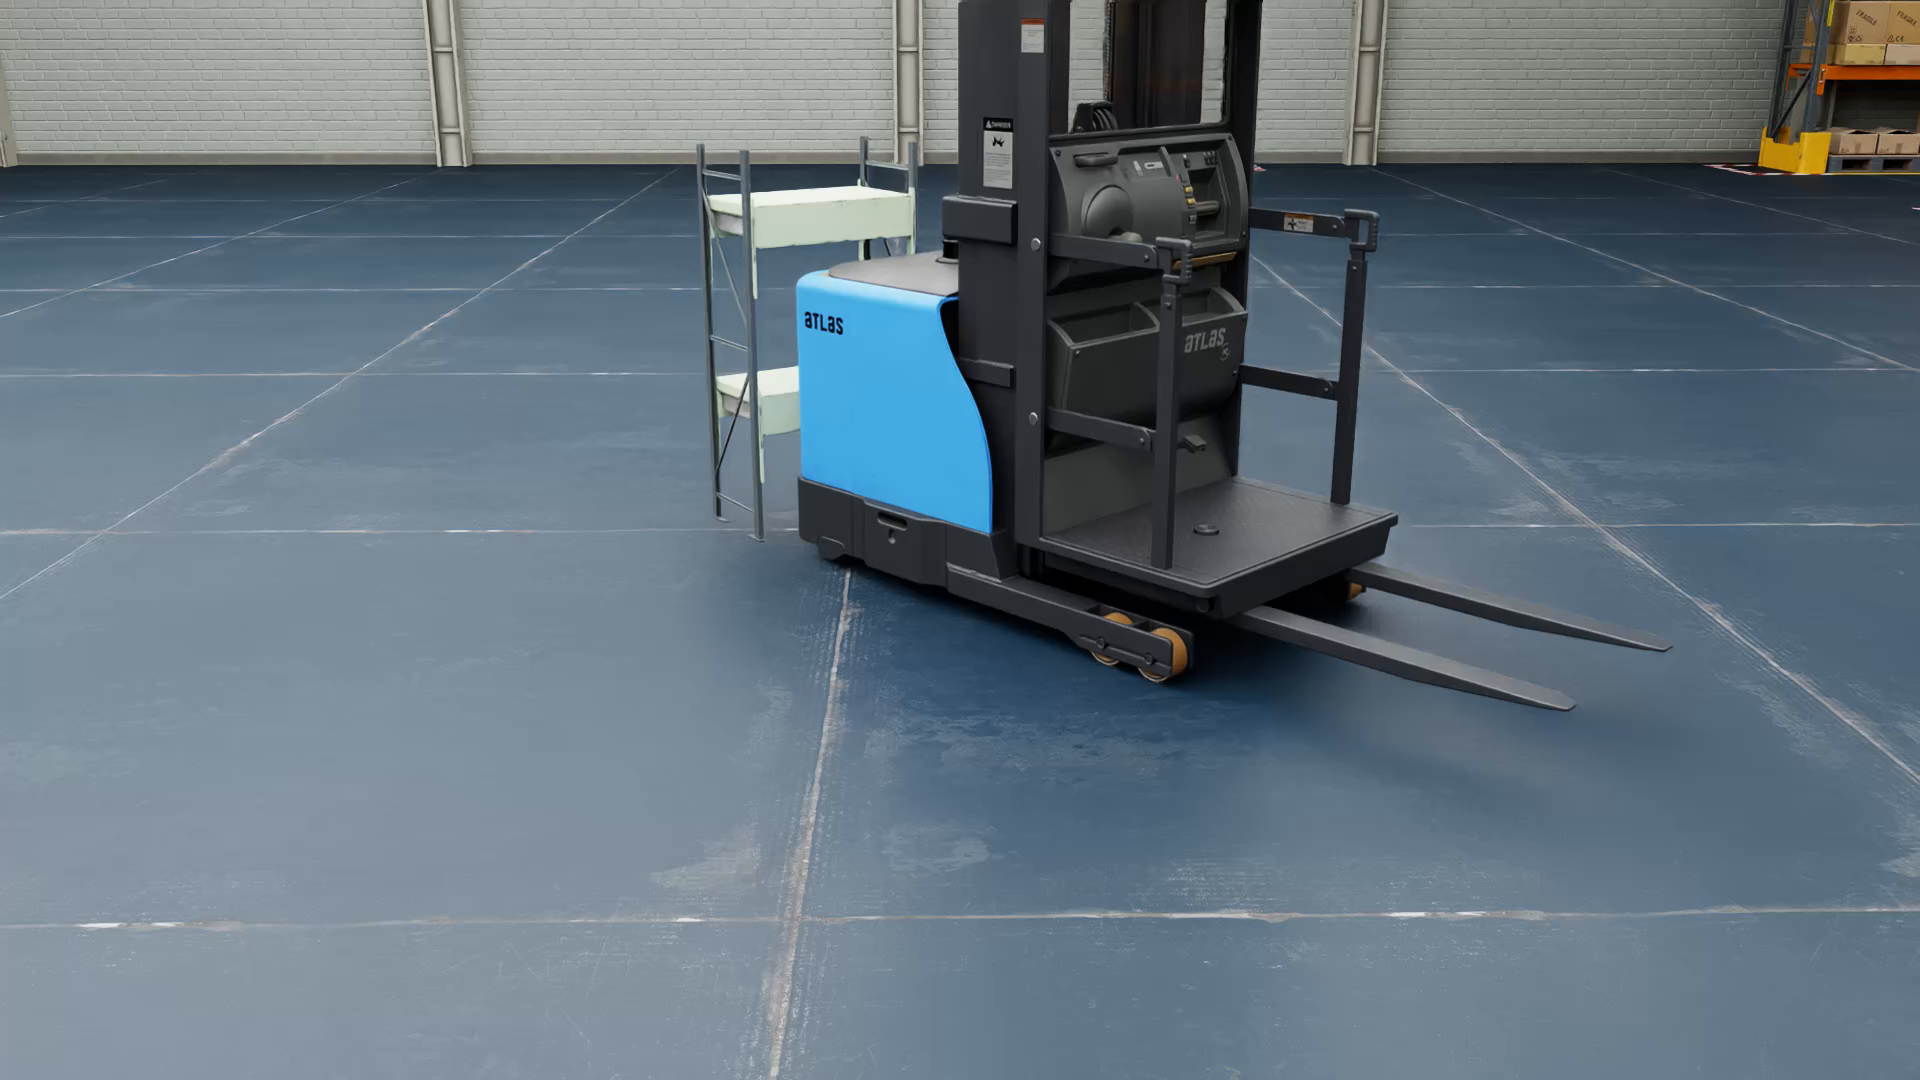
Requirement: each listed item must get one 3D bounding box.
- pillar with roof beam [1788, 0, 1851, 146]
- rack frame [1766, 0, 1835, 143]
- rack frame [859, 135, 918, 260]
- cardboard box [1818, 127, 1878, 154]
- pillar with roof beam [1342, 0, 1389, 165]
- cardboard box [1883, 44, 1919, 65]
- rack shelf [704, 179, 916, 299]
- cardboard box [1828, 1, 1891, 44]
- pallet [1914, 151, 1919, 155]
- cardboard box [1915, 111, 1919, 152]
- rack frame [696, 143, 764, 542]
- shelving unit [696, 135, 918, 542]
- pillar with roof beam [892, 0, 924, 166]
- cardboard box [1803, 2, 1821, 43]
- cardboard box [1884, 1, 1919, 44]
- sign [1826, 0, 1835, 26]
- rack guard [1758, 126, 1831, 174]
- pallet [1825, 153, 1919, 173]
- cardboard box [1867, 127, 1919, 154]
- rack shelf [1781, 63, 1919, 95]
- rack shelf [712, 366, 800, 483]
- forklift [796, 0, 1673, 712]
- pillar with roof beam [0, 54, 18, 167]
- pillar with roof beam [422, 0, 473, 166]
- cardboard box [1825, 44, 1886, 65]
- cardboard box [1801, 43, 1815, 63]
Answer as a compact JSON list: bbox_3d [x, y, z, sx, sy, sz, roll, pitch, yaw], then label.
[{"bbox_3d":[11.389,-8.015,16.801,0.400,9.000,9.100,0,18,-1],"label":"pillar with roof beam"},{"bbox_3d":[10.635,-6.206,20.982,0.127,3.000,1.000,0,18,-1],"label":"rack frame"},{"bbox_3d":[-0.288,-0.883,6.845,0.023,1.500,0.400,-12,21,-33],"label":"rack frame"},{"bbox_3d":[11.328,-5.111,21.250,0.500,0.311,0.500,-2,18,-7],"label":"cardboard box"},{"bbox_3d":[5.390,-7.986,16.710,0.400,9.000,9.100,0,18,-1],"label":"pillar with roof beam"},{"bbox_3d":[11.647,-6.056,20.728,0.500,0.250,0.500,-1,18,-3],"label":"cardboard box"},{"bbox_3d":[-0.590,-1.191,6.529,0.720,0.370,0.431,-12,21,-33],"label":"rack shelf"},{"bbox_3d":[11.117,-6.411,20.608,0.500,0.500,0.500,0,18,-1],"label":"cardboard box"},{"bbox_3d":[12.741,-4.876,21.403,1.213,0.211,1.003,0,18,-1],"label":"pallet"},{"bbox_3d":[12.632,-5.192,21.193,0.500,0.500,0.700,-1,18,-4],"label":"cardboard box"},{"bbox_3d":[-0.892,-0.757,6.451,0.023,1.500,0.400,-12,21,-33],"label":"rack frame"},{"bbox_3d":[-0.590,-0.820,6.648,0.755,1.500,0.431,-12,21,-33],"label":"shelving unit"},{"bbox_3d":[-0.609,-7.957,16.620,0.400,9.000,9.100,0,18,-1],"label":"pillar with roof beam"},{"bbox_3d":[11.103,-6.568,21.096,0.500,0.500,0.500,0,18,-1],"label":"cardboard box"},{"bbox_3d":[11.611,-6.411,20.606,0.500,0.500,0.500,0,18,-1],"label":"cardboard box"},{"bbox_3d":[10.644,-6.452,20.333,0.005,0.325,0.100,0,18,-1],"label":"sign"},{"bbox_3d":[10.711,-5.016,21.365,0.348,0.500,1.175,0,18,-1],"label":"rack guard"},{"bbox_3d":[11.524,-4.871,21.387,1.213,0.211,1.003,0,18,-1],"label":"pallet"},{"bbox_3d":[11.898,-5.113,21.258,0.500,0.311,0.500,1,18,4],"label":"cardboard box"},{"bbox_3d":[12.635,-5.873,21.122,4.000,0.370,1.077,0,18,-1],"label":"rack shelf"},{"bbox_3d":[-0.590,-0.509,6.747,0.720,0.370,0.431,-12,21,-33],"label":"rack shelf"},{"bbox_3d":[0.781,-1.132,5.277,1.130,2.935,3.031,-17,24,-42],"label":"forklift"},{"bbox_3d":[-12.608,-7.899,16.440,0.400,9.000,9.100,0,18,-1],"label":"pillar with roof beam"},{"bbox_3d":[-6.609,-7.928,16.530,0.400,9.000,9.100,0,18,-1],"label":"pillar with roof beam"},{"bbox_3d":[11.128,-6.049,20.707,0.500,0.250,0.500,-1,18,-2],"label":"cardboard box"},{"bbox_3d":[11.099,-6.205,21.193,0.500,0.250,0.500,0,18,0],"label":"cardboard box"}]
